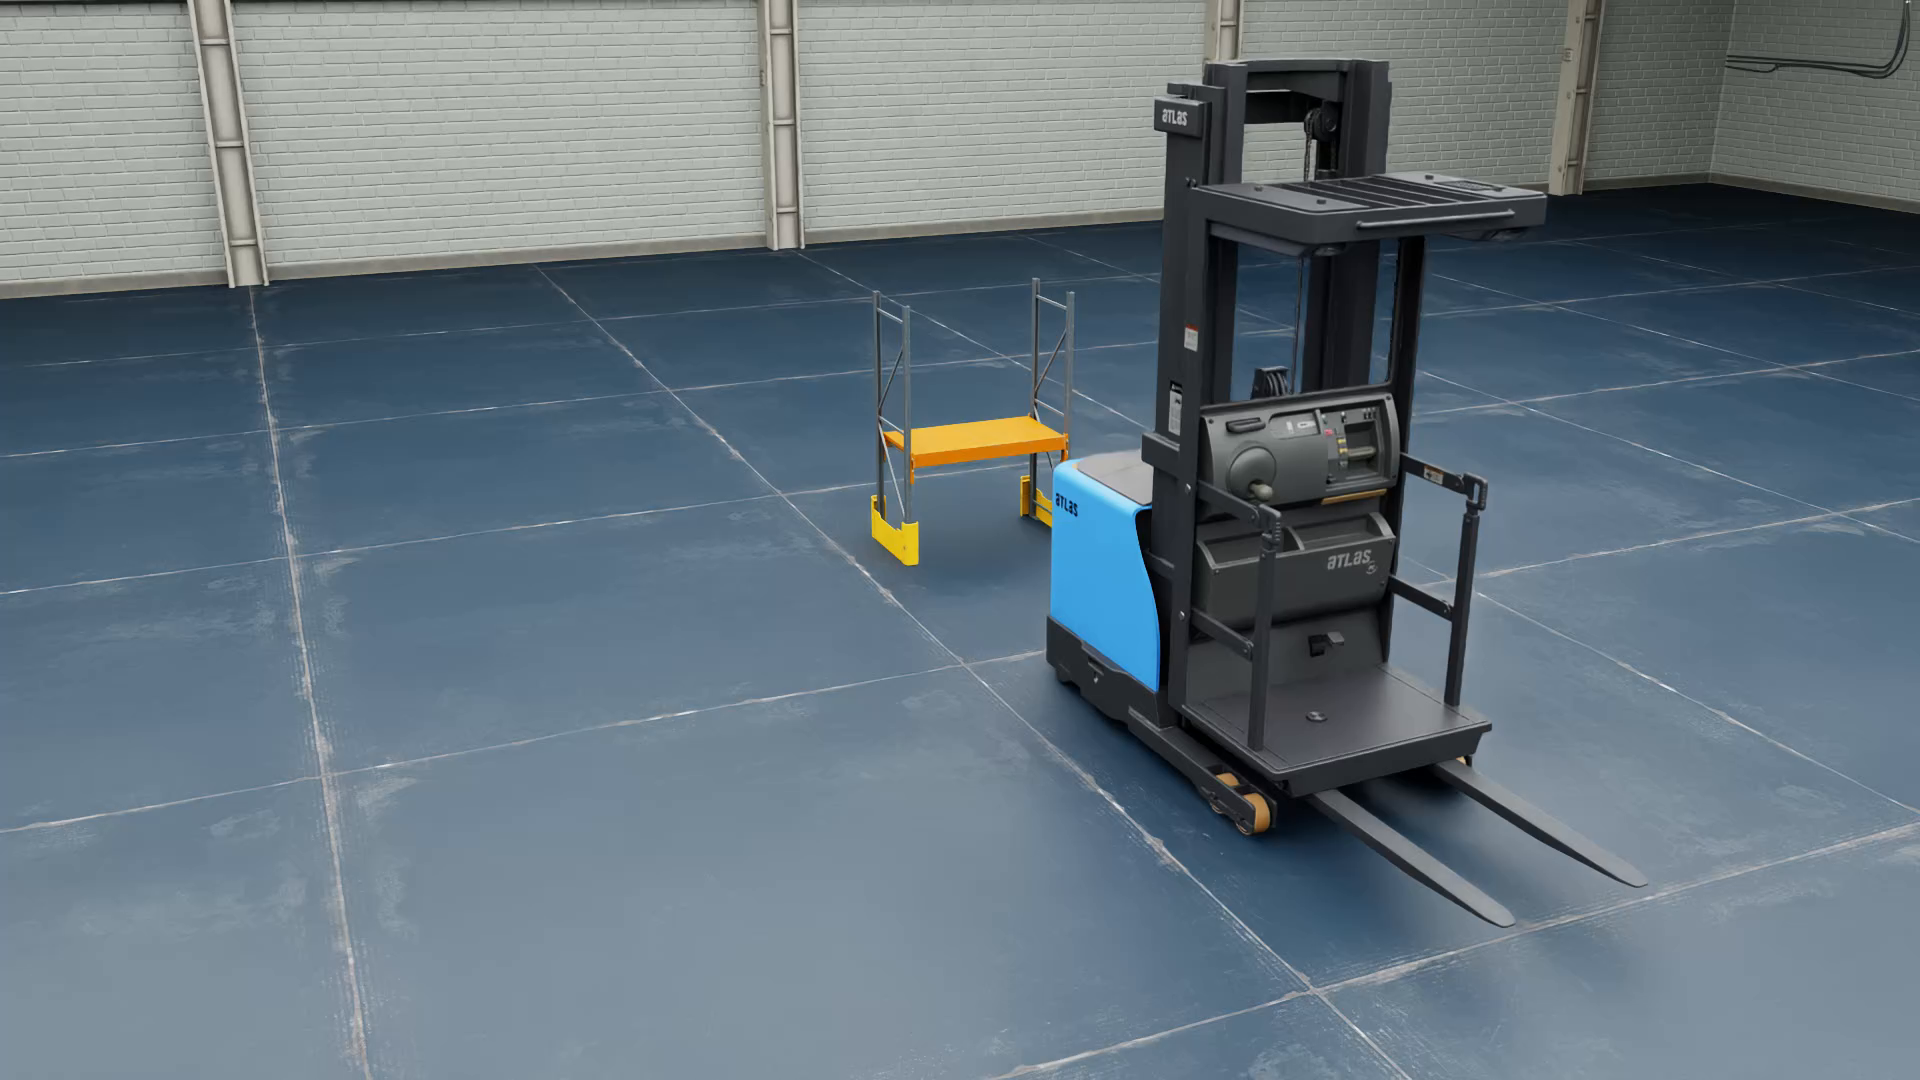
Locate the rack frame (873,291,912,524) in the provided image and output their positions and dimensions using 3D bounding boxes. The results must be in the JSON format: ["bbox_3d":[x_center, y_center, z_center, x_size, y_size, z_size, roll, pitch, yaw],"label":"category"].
[{"bbox_3d":[-0.388,-0.652,9.615,0.032,1.500,0.500,-8,21,-22],"label":"rack frame"}]

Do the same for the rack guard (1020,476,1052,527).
[{"bbox_3d":[0.527,-0.193,10.195,0.087,0.250,0.587,-8,21,-22],"label":"rack guard"}]

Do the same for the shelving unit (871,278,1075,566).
[{"bbox_3d":[0.070,-0.717,9.801,1.083,1.500,0.587,-8,21,-22],"label":"shelving unit"}]

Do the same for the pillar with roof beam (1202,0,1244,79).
[{"bbox_3d":[5.111,-7.251,17.066,0.400,9.000,9.100,-8,21,-22],"label":"pillar with roof beam"}]

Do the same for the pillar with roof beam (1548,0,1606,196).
[{"bbox_3d":[10.621,-8.040,19.308,0.400,9.000,9.100,-8,21,-22],"label":"pillar with roof beam"}]

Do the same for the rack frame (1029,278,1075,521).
[{"bbox_3d":[0.545,-0.786,9.995,0.032,1.500,0.500,-8,21,-22],"label":"rack frame"}]

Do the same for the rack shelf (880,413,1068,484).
[{"bbox_3d":[0.078,-0.549,9.865,1.000,0.185,0.538,-8,21,-22],"label":"rack shelf"}]

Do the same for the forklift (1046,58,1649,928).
[{"bbox_3d":[1.502,-0.364,6.644,1.130,2.935,3.031,-9,21,-24],"label":"forklift"}]

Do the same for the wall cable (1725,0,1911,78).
[{"bbox_3d":[12.144,-7.873,23.507,0.112,2.526,3.097,-8,21,-22],"label":"wall cable"}]

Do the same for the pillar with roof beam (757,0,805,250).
[{"bbox_3d":[-0.398,-6.462,14.824,0.400,9.000,9.100,-8,21,-22],"label":"pillar with roof beam"}]

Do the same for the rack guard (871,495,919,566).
[{"bbox_3d":[-0.387,-0.062,9.823,0.087,0.250,0.587,-8,21,-22],"label":"rack guard"}]

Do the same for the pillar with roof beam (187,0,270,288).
[{"bbox_3d":[-5.907,-5.672,12.583,0.400,9.000,9.100,-8,21,-22],"label":"pillar with roof beam"}]
